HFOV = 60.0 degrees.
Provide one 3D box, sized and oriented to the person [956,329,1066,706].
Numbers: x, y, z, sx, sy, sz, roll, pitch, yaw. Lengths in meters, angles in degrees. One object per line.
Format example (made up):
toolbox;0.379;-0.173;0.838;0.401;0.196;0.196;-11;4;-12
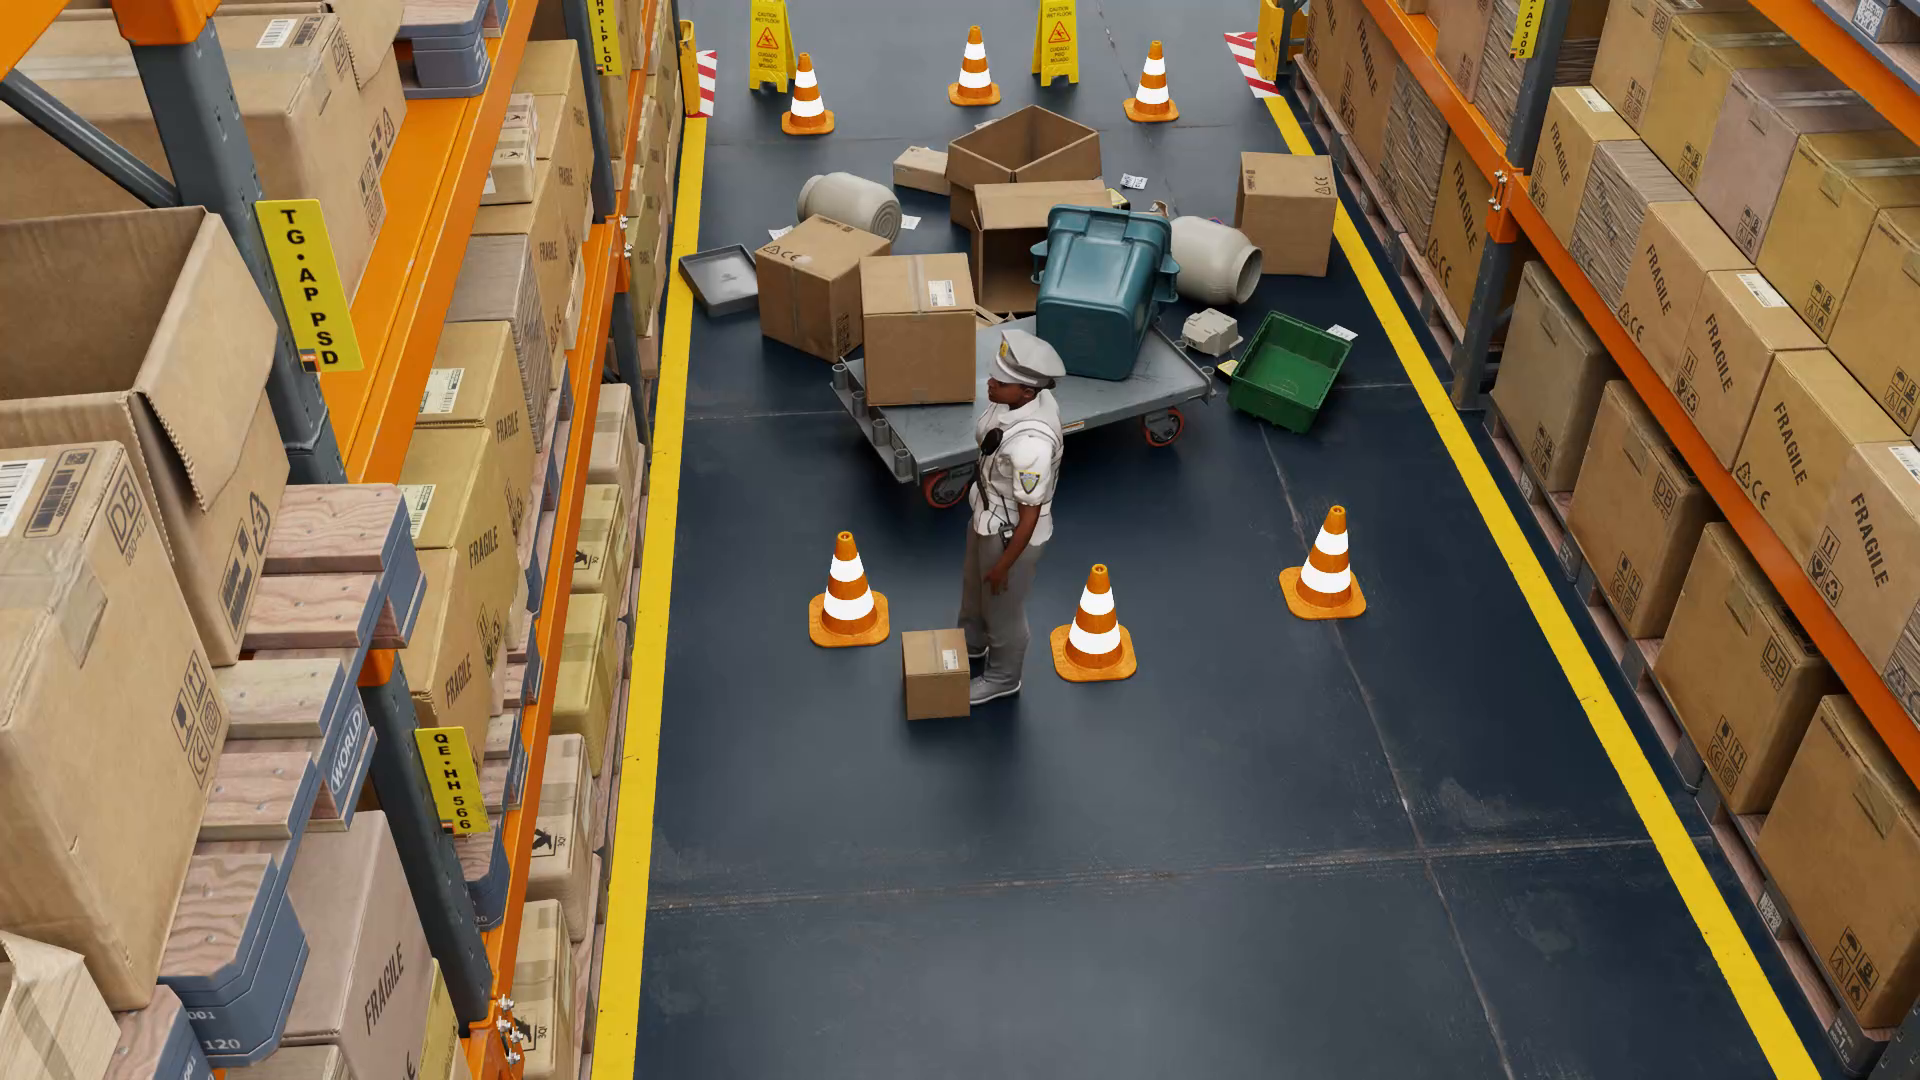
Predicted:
person;0.103;-0.065;6.195;0.529;1.691;0.568;-3;39;-4
